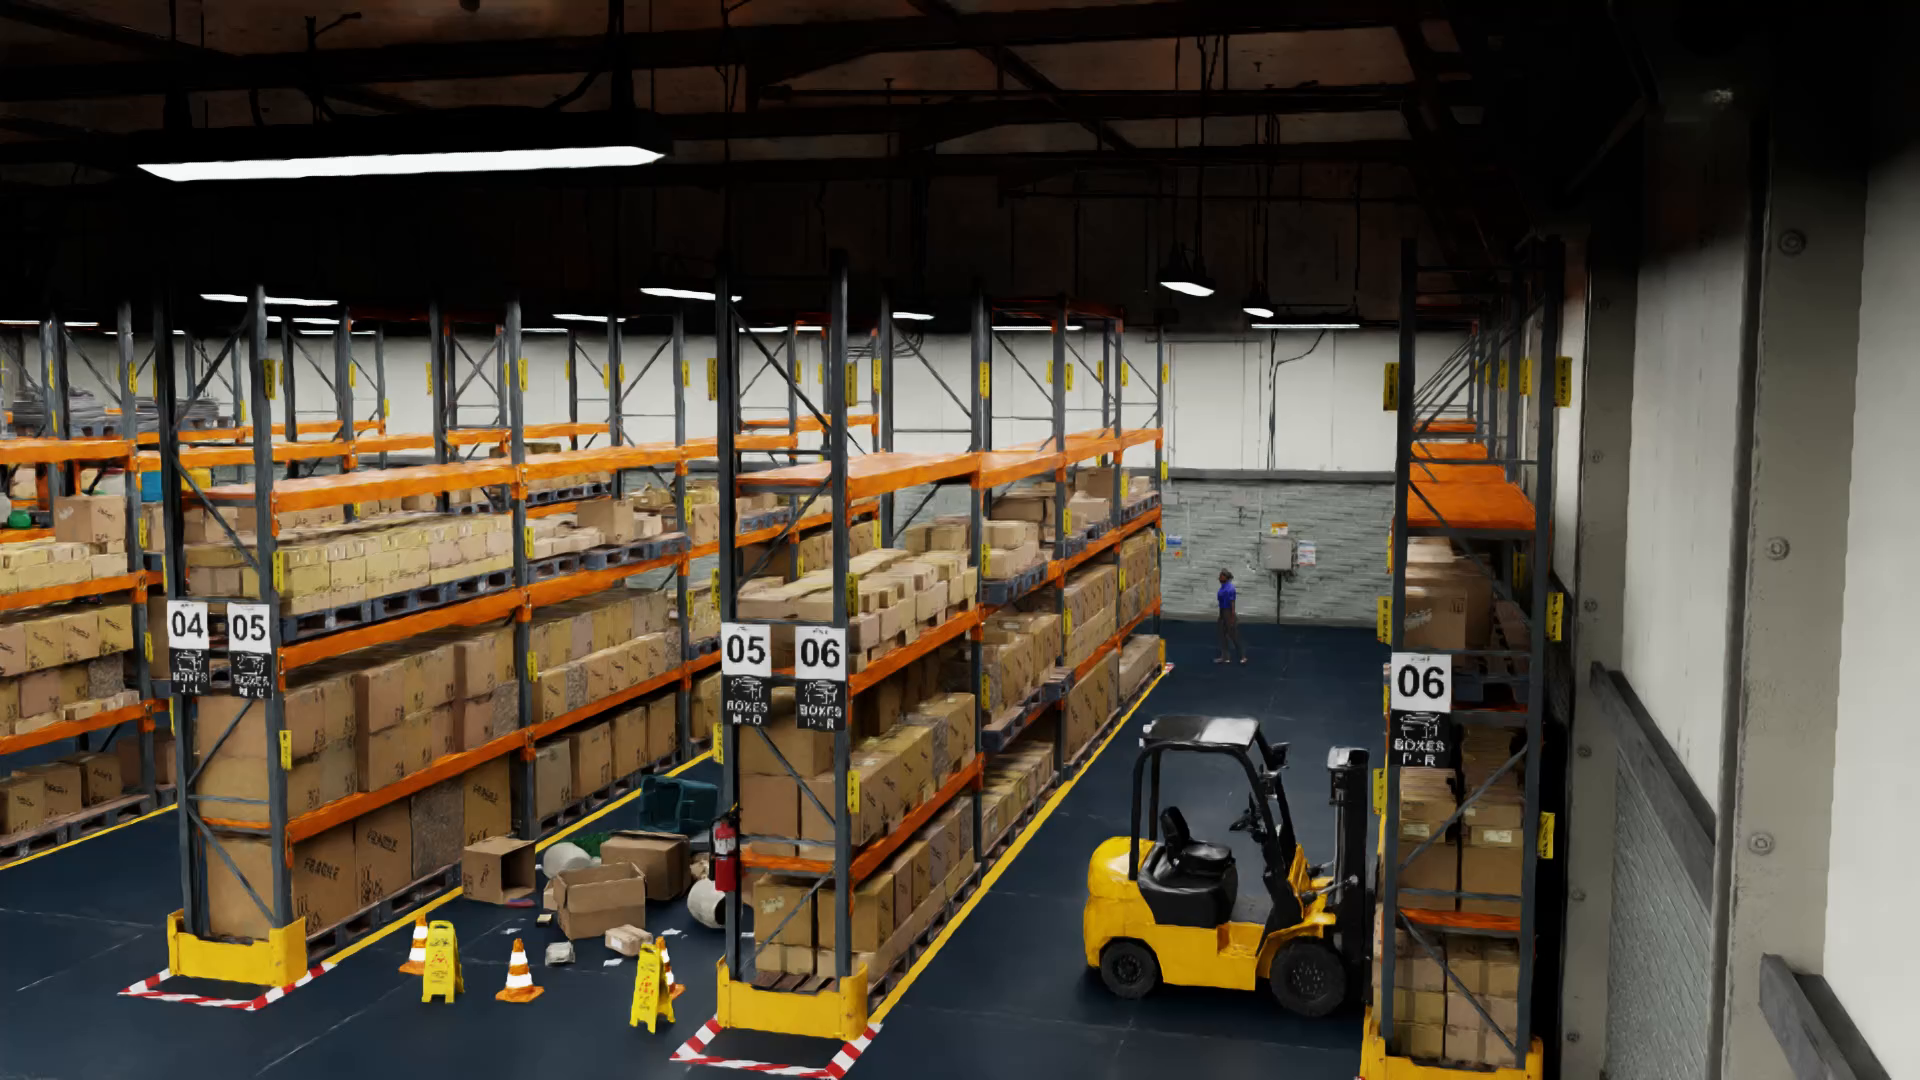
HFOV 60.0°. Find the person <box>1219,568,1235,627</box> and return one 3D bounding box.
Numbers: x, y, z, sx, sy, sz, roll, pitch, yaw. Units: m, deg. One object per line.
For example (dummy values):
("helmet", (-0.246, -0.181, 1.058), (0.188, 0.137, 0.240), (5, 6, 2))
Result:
("person", (4.601, 0.995, 28.747), (0.233, 0.983, 0.513), (-1, 6, -11))
